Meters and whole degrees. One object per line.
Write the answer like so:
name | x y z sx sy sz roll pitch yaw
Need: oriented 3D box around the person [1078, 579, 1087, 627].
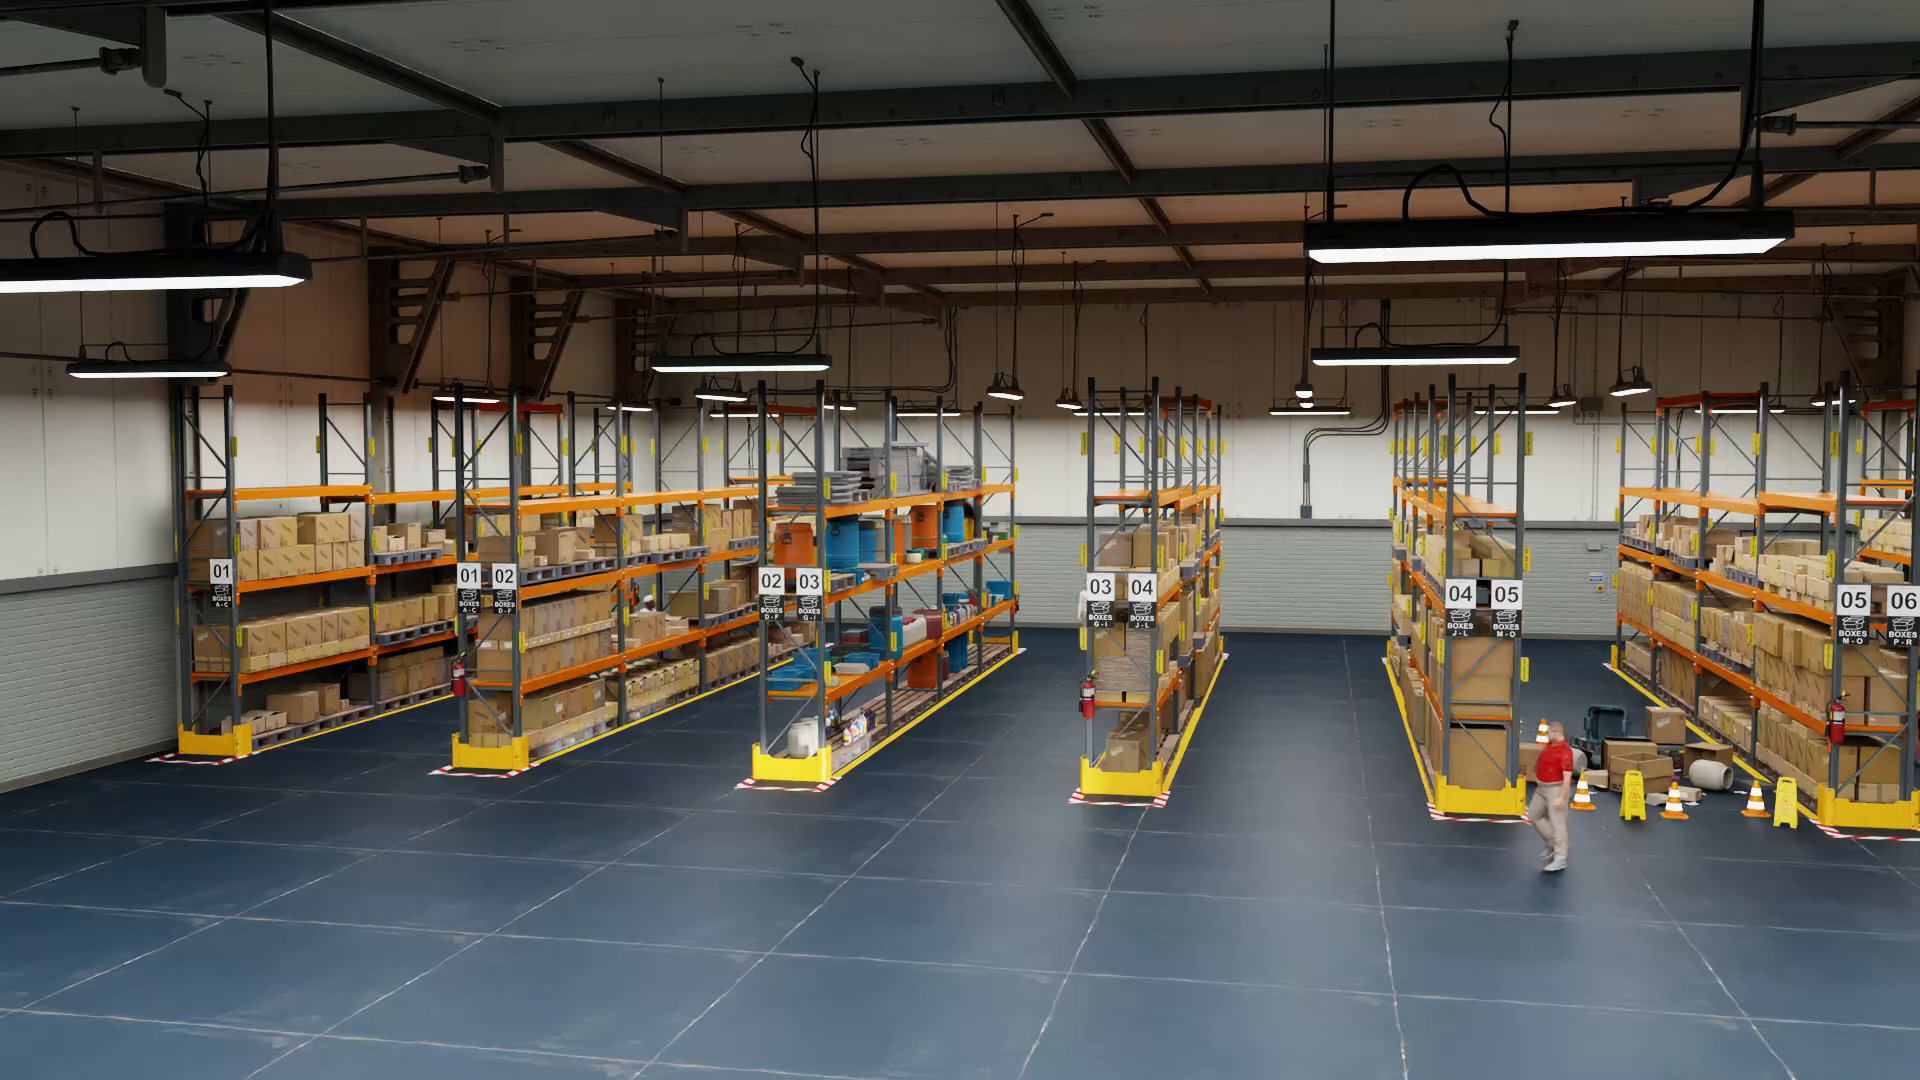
person | 3.228 1.823 41.741 0.511 1.698 0.430 0 3 -7

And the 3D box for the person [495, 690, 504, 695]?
person | -8.189 2.556 29.863 0.474 1.702 0.619 -1 3 -22

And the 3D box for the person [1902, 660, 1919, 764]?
person | 15.123 2.737 26.314 0.618 1.682 0.637 1 3 10

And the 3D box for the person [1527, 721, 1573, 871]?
person | 7.074 3.028 19.834 0.488 1.745 0.639 -1 3 -15

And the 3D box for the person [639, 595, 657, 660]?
person | -6.789 2.095 36.447 0.584 1.761 0.613 -3 4 -39
